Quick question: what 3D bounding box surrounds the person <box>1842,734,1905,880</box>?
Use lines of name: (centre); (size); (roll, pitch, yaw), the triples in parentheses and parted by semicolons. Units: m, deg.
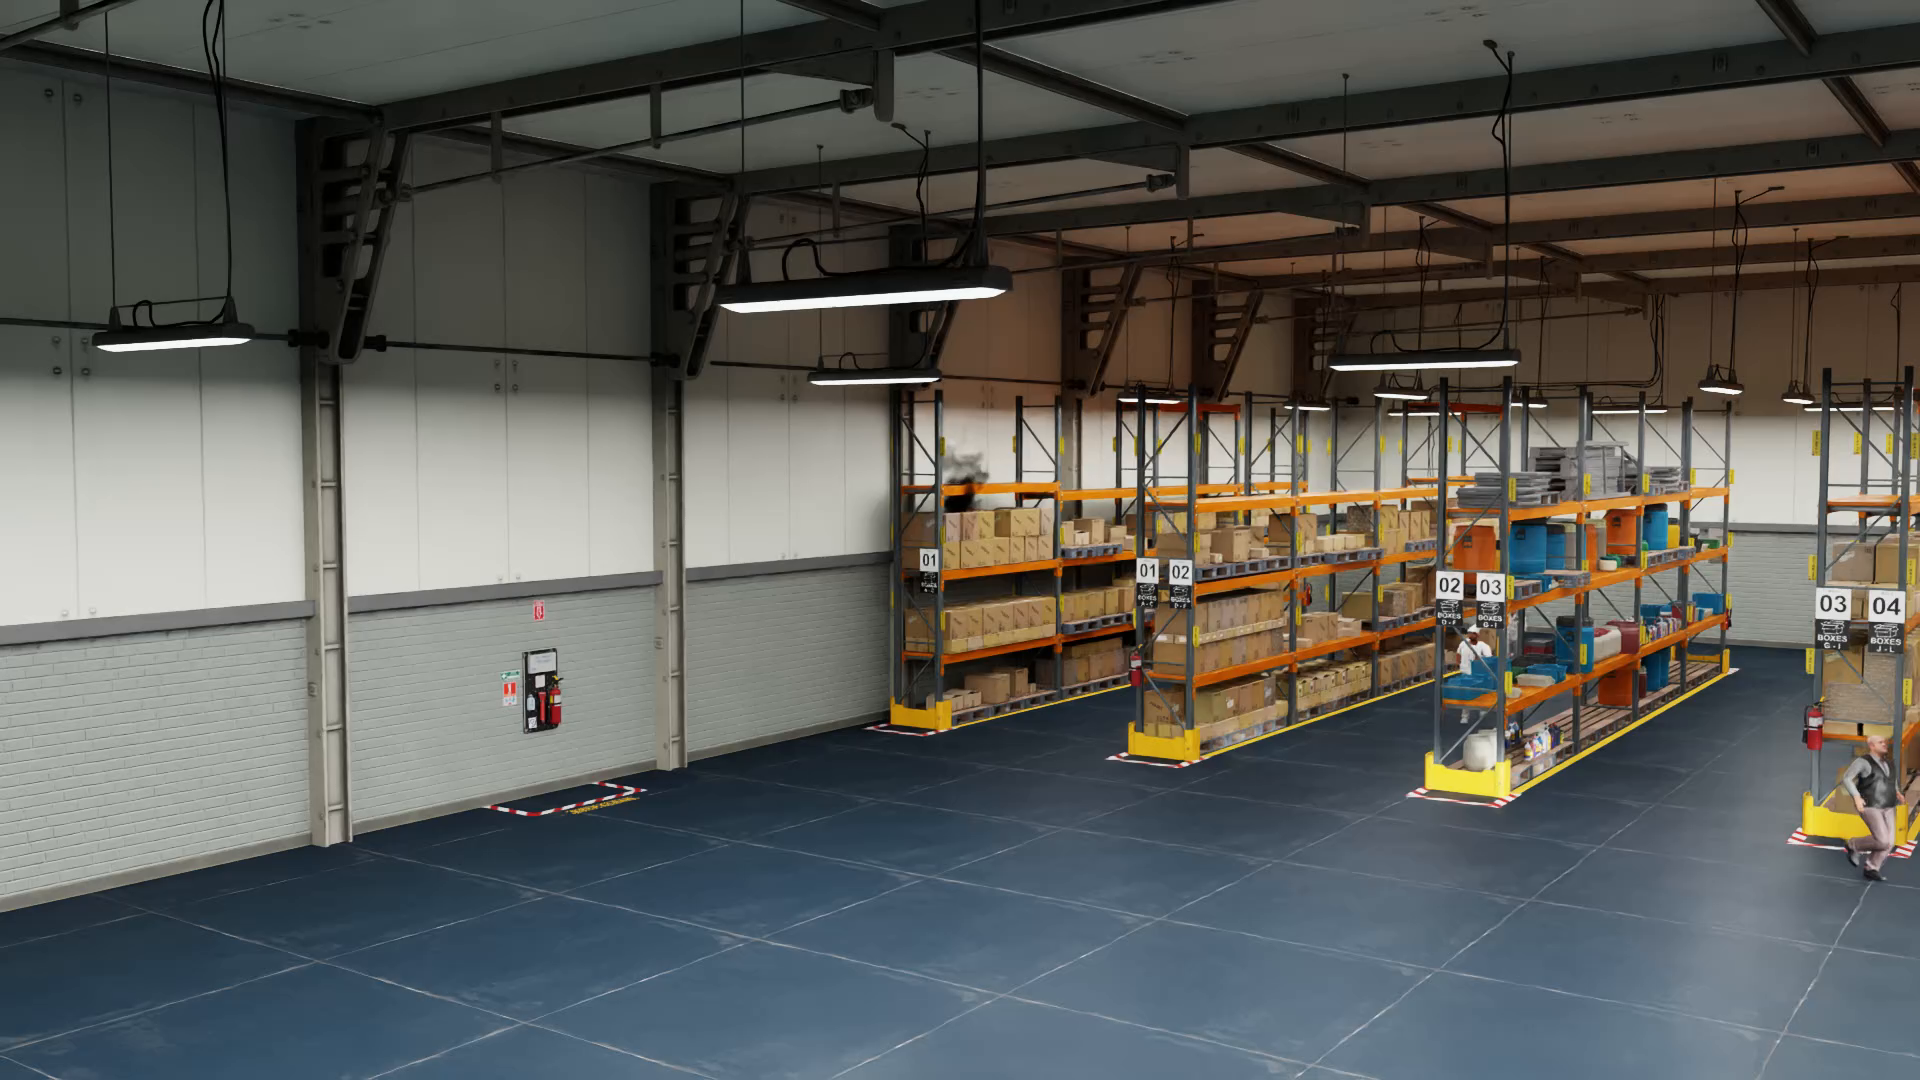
person: (10.598, 3.089, 19.233); (0.667, 1.680, 0.579); (-1, 3, -17)

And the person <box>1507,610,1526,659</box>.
person: (11.720, 2.145, 35.315); (0.607, 1.689, 0.935); (2, 4, 30)

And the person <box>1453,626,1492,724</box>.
person: (9.264, 2.423, 30.066); (0.711, 1.748, 0.954); (2, 4, 33)
